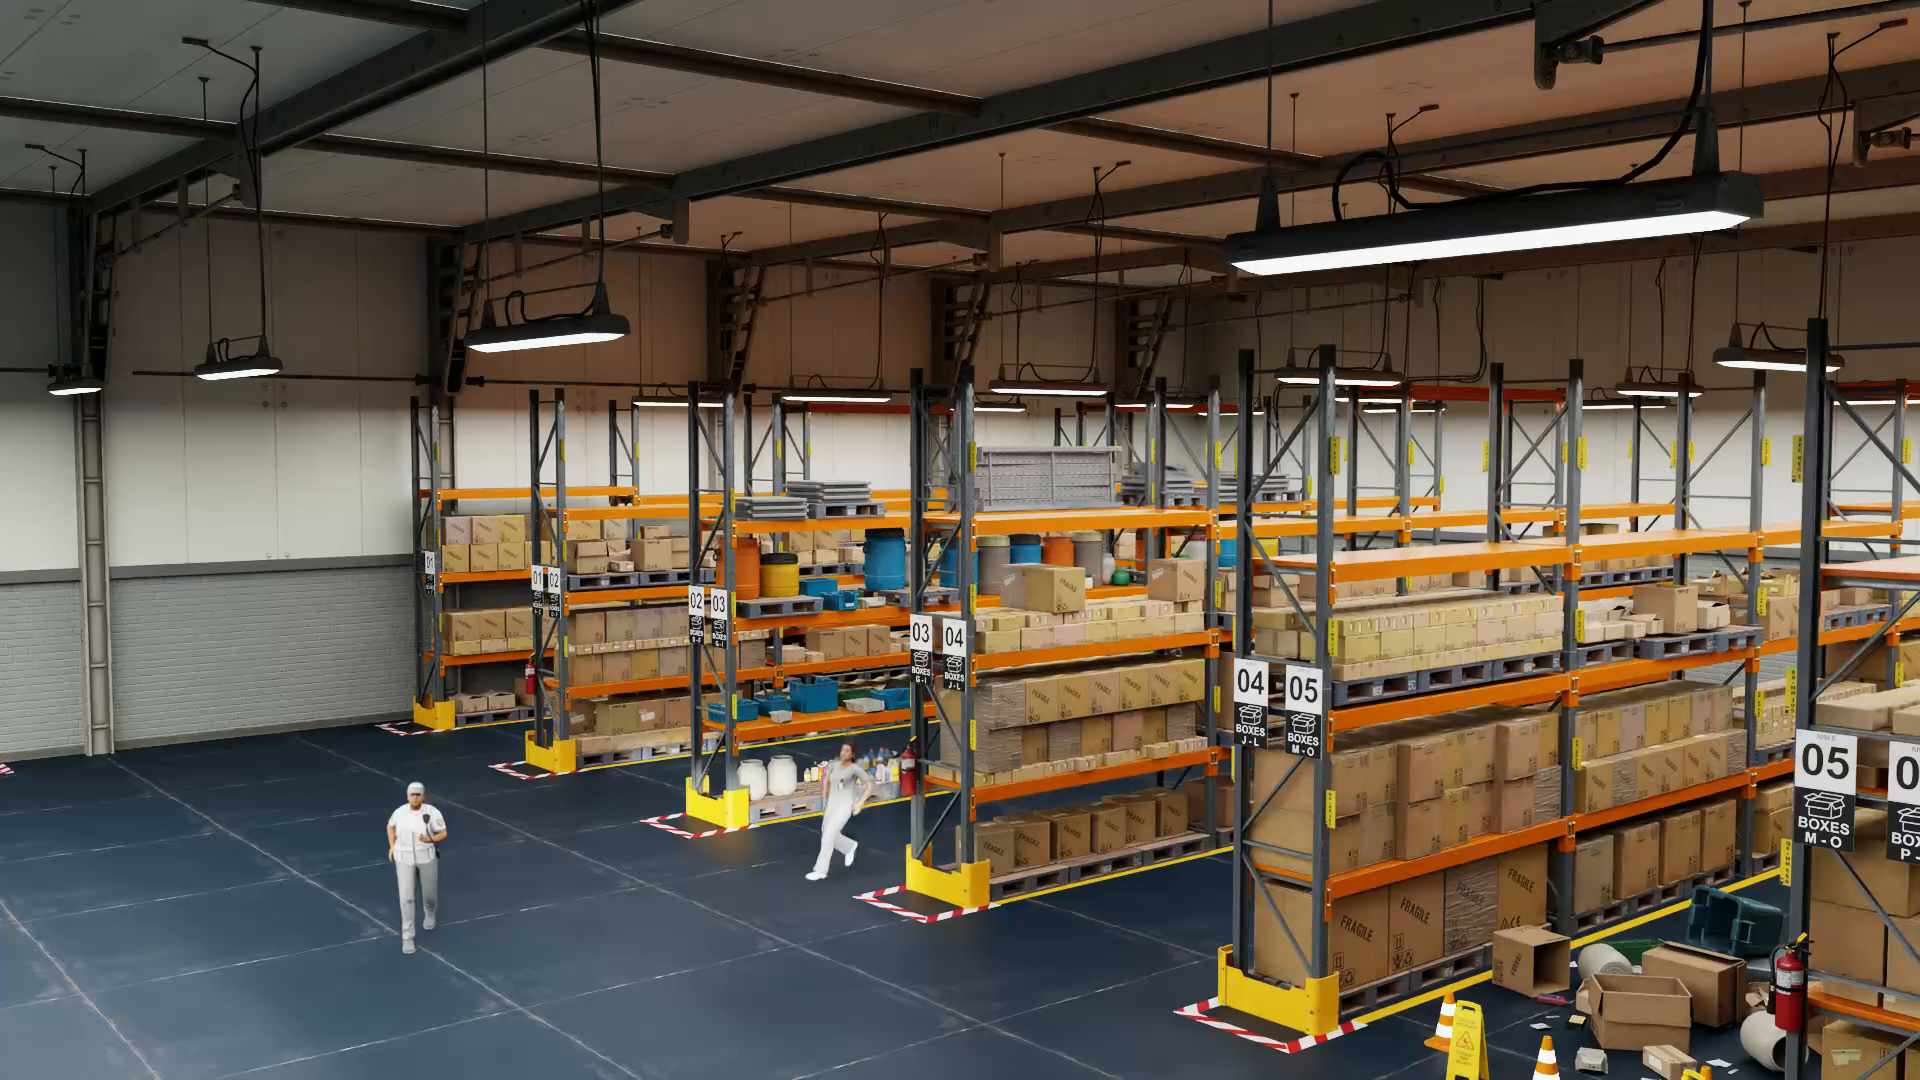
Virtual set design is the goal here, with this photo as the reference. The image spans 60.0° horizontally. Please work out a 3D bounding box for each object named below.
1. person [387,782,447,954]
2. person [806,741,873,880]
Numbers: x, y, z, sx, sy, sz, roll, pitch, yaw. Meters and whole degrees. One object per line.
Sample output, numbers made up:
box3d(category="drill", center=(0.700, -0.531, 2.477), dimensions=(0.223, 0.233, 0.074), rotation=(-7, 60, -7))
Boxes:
box3d(category="person", center=(-5.578, 3.306, 17.086), dimensions=(0.605, 1.653, 0.943), rotation=(-1, 3, -15))
box3d(category="person", center=(-1.420, 3.185, 19.675), dimensions=(0.627, 1.618, 0.848), rotation=(3, 4, 41))
